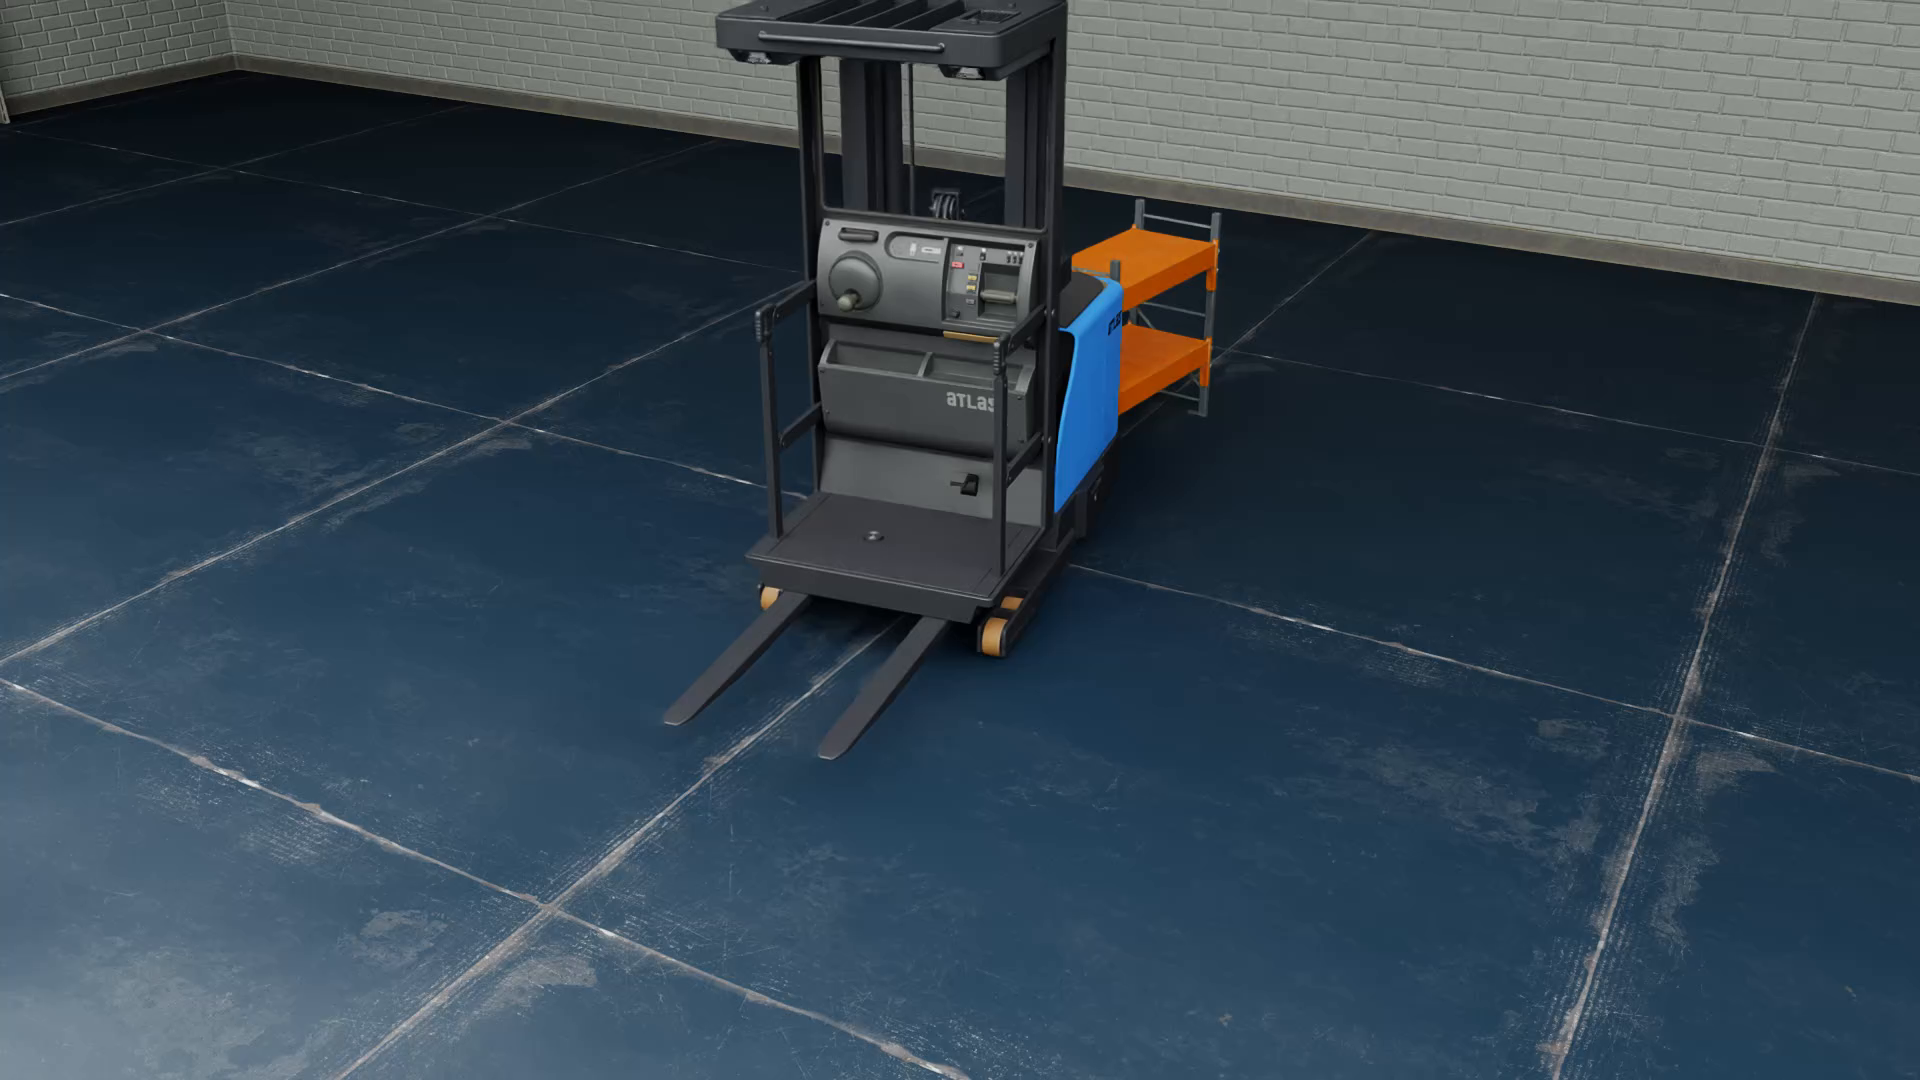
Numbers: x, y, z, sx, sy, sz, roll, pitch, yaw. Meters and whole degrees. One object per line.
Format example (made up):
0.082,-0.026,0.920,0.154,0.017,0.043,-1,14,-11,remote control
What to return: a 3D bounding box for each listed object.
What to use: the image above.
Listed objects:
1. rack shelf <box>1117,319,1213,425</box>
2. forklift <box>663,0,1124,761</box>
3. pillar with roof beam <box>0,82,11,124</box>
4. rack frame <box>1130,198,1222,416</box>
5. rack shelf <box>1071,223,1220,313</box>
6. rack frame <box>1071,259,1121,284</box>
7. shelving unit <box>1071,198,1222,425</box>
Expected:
0.850,-0.847,8.732,0.538,0.278,1.000,18,32,31,rack shelf
-0.215,-1.040,6.553,1.130,2.935,3.031,10,28,18,forklift
-5.357,-6.937,11.556,9.100,9.000,0.400,14,30,26,pillar with roof beam
1.147,-1.251,8.992,0.500,1.125,0.032,18,32,31,rack frame
0.850,-1.328,8.492,0.538,0.278,1.000,18,32,31,rack shelf
0.553,-0.881,8.254,0.500,1.125,0.032,18,32,31,rack frame
0.850,-1.066,8.623,0.538,1.125,1.048,18,32,31,shelving unit
